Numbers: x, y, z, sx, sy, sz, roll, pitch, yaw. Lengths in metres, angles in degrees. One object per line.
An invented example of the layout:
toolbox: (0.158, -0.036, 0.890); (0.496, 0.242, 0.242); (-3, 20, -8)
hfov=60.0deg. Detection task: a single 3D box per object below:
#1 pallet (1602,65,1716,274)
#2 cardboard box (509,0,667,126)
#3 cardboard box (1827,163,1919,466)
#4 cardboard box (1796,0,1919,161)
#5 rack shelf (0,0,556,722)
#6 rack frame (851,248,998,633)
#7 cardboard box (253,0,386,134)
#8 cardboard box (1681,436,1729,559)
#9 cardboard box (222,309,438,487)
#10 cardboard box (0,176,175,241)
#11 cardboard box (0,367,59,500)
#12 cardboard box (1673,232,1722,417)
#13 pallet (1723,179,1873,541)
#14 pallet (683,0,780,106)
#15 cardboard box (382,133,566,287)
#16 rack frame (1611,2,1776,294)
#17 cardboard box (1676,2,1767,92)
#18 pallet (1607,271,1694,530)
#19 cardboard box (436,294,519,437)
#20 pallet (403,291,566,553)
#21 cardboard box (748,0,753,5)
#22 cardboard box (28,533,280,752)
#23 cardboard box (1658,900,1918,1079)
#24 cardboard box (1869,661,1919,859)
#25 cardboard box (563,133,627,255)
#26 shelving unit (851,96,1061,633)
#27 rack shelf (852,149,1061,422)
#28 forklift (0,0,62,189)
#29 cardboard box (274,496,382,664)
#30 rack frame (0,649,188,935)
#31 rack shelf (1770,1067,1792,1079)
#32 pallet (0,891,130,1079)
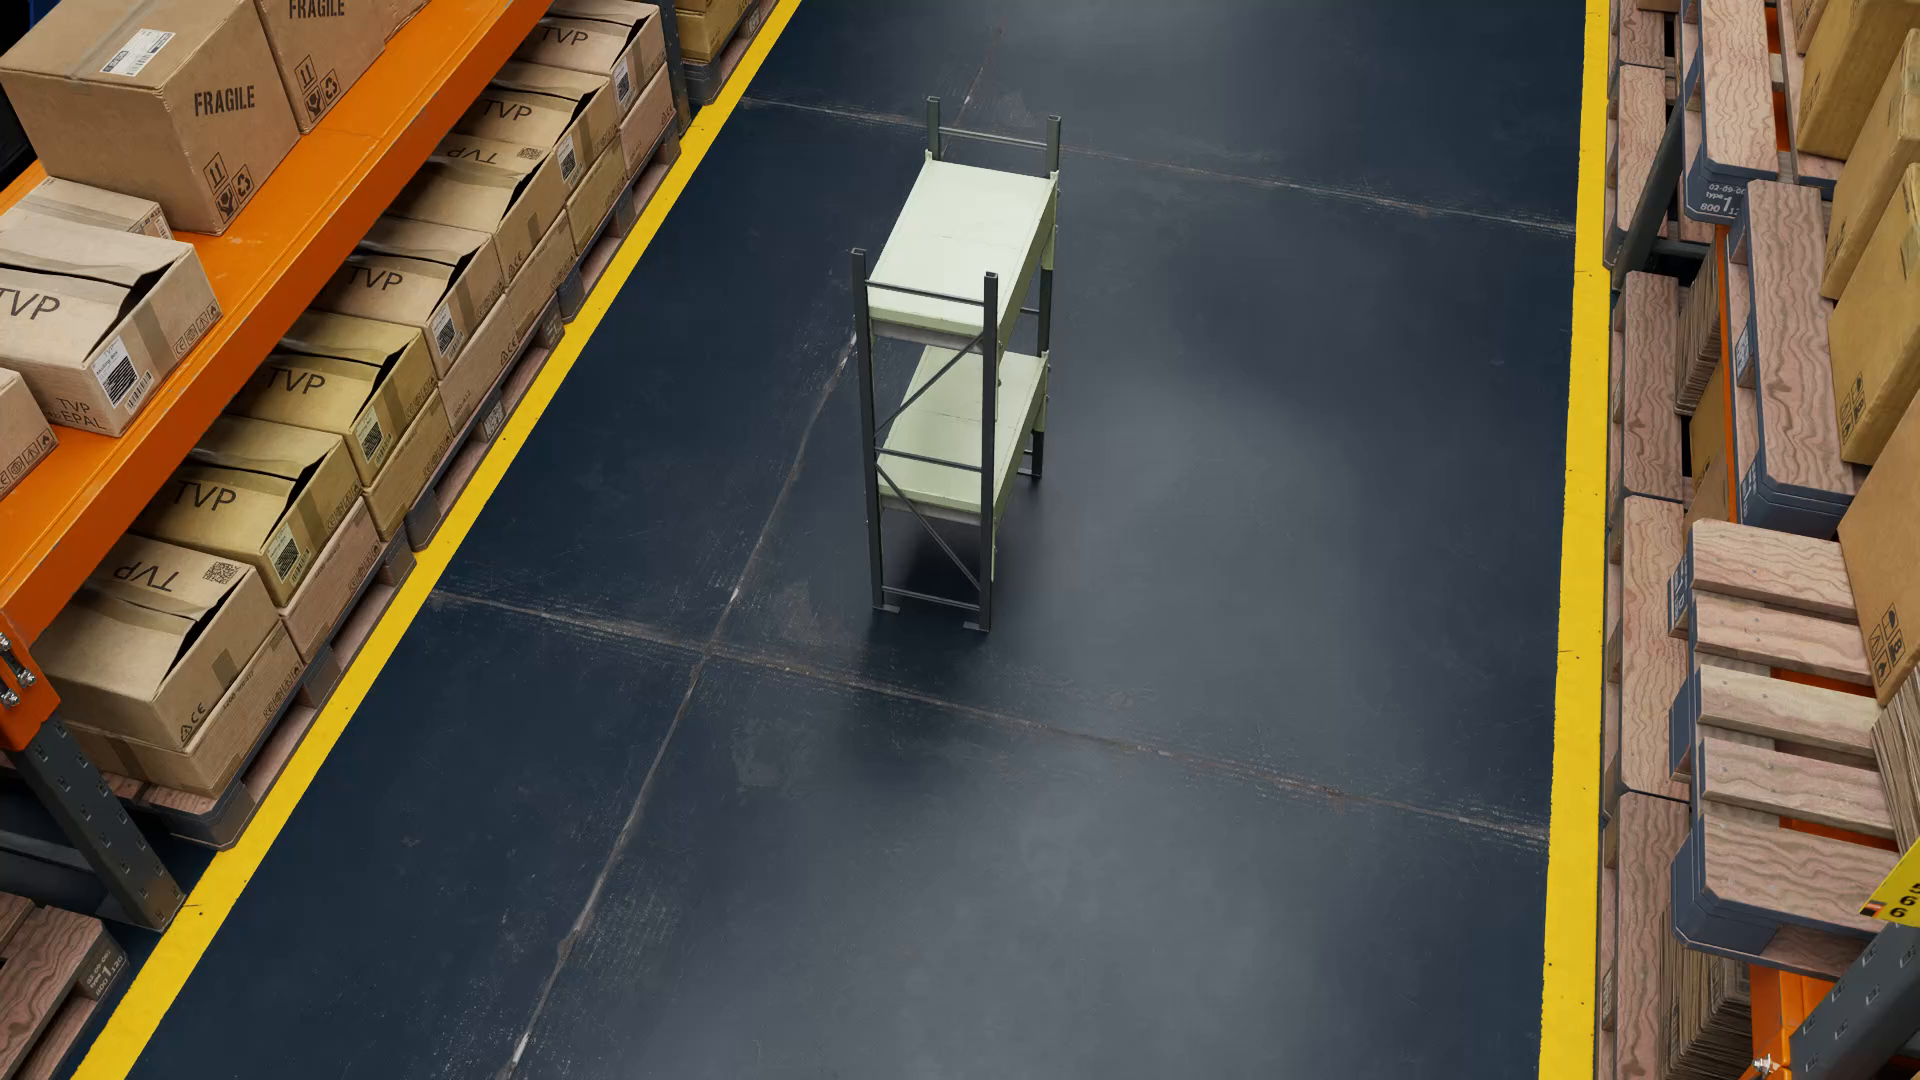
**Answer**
pallet: (3.234, -1.496, 6.929); (1.003, 0.211, 1.213); (12, 50, 10)
cardboard box: (-1.519, -1.966, 6.664); (0.500, 0.311, 0.500); (12, 50, 10)
cardboard box: (2.459, -0.459, 3.794); (0.700, 0.500, 0.500); (12, 50, 10)
cardboard box: (2.770, -1.340, 4.572); (0.700, 0.500, 0.500); (16, 51, 14)
rack shelf: (-2.215, -1.216, 5.302); (1.077, 0.370, 4.000); (12, 50, 10)
rack frame: (-0.095, -0.236, 4.958); (0.400, 1.500, 0.023); (12, 50, 10)
cardboard box: (-2.177, -1.638, 5.128); (0.500, 0.500, 0.500); (12, 50, 10)
cardboard box: (2.652, 0.036, 5.091); (0.700, 0.500, 0.500); (12, 50, 10)
cardboard box: (-2.054, -0.493, 5.364); (0.500, 0.311, 0.500); (10, 49, 9)
cardboard box: (-2.461, -0.858, 4.674); (0.380, 0.149, 0.250); (15, 50, 13)
cardboard box: (-2.604, -0.232, 4.014); (0.500, 0.311, 0.500); (14, 50, 12)
cardboard box: (2.913, -0.708, 5.748); (0.700, 0.500, 0.500); (13, 50, 11)
pallet: (2.520, -0.409, 4.238); (1.003, 0.211, 1.213); (12, 50, 10)
pallet: (-1.439, -2.545, 7.855); (1.003, 0.211, 1.213); (12, 50, 10)
cardboard box: (-1.784, -1.228, 6.013); (0.500, 0.311, 0.500); (11, 50, 10)
rack frame: (3.091, -1.926, 5.449); (1.000, 3.000, 0.127); (12, 50, 10)
cardboard box: (3.326, -2.003, 6.891); (0.500, 0.500, 0.500); (8, 49, 7)
pallet: (2.887, -0.440, 5.997); (1.003, 0.211, 1.213); (12, 50, 10)
cardboard box: (-1.923, -0.669, 5.894); (0.500, 0.250, 0.500); (12, 50, 11)
pallet: (-2.164, -0.552, 6.096); (1.003, 0.211, 1.213); (12, 50, 10)
cardboard box: (-1.138, -2.766, 7.744); (0.500, 0.250, 0.500); (12, 50, 10)
cardboard box: (-2.321, 0.257, 4.702); (0.500, 0.311, 0.500); (13, 50, 11)
cardboard box: (2.177, 1.118, 4.136); (0.700, 0.500, 0.500); (12, 50, 11)
cardboard box: (2.152, 0.447, 2.995); (0.700, 0.500, 0.500); (6, 49, 6)
cardboard box: (-1.653, -1.407, 6.545); (0.500, 0.250, 0.500); (11, 49, 9)
shelving unit: (0.002, -0.501, 5.192); (0.431, 1.500, 0.755); (12, 50, 10)
rack shelf: (0.002, -0.759, 4.899); (0.431, 0.370, 0.720); (12, 50, 10)
forklift: (-4.307, -2.273, 5.801); (1.130, 2.935, 3.031); (11, 49, 9)
cardboard box: (-2.189, 0.079, 5.233); (0.500, 0.250, 0.500); (10, 49, 9)
rack frame: (-2.742, -0.007, 3.756); (1.000, 3.000, 0.127); (12, 50, 10)
rack shelf: (1.512, 2.652, 1.888); (1.077, 0.370, 4.000); (12, 50, 10)
pallet: (-2.975, 1.448, 4.331); (1.003, 0.211, 1.213); (12, 50, 10)
